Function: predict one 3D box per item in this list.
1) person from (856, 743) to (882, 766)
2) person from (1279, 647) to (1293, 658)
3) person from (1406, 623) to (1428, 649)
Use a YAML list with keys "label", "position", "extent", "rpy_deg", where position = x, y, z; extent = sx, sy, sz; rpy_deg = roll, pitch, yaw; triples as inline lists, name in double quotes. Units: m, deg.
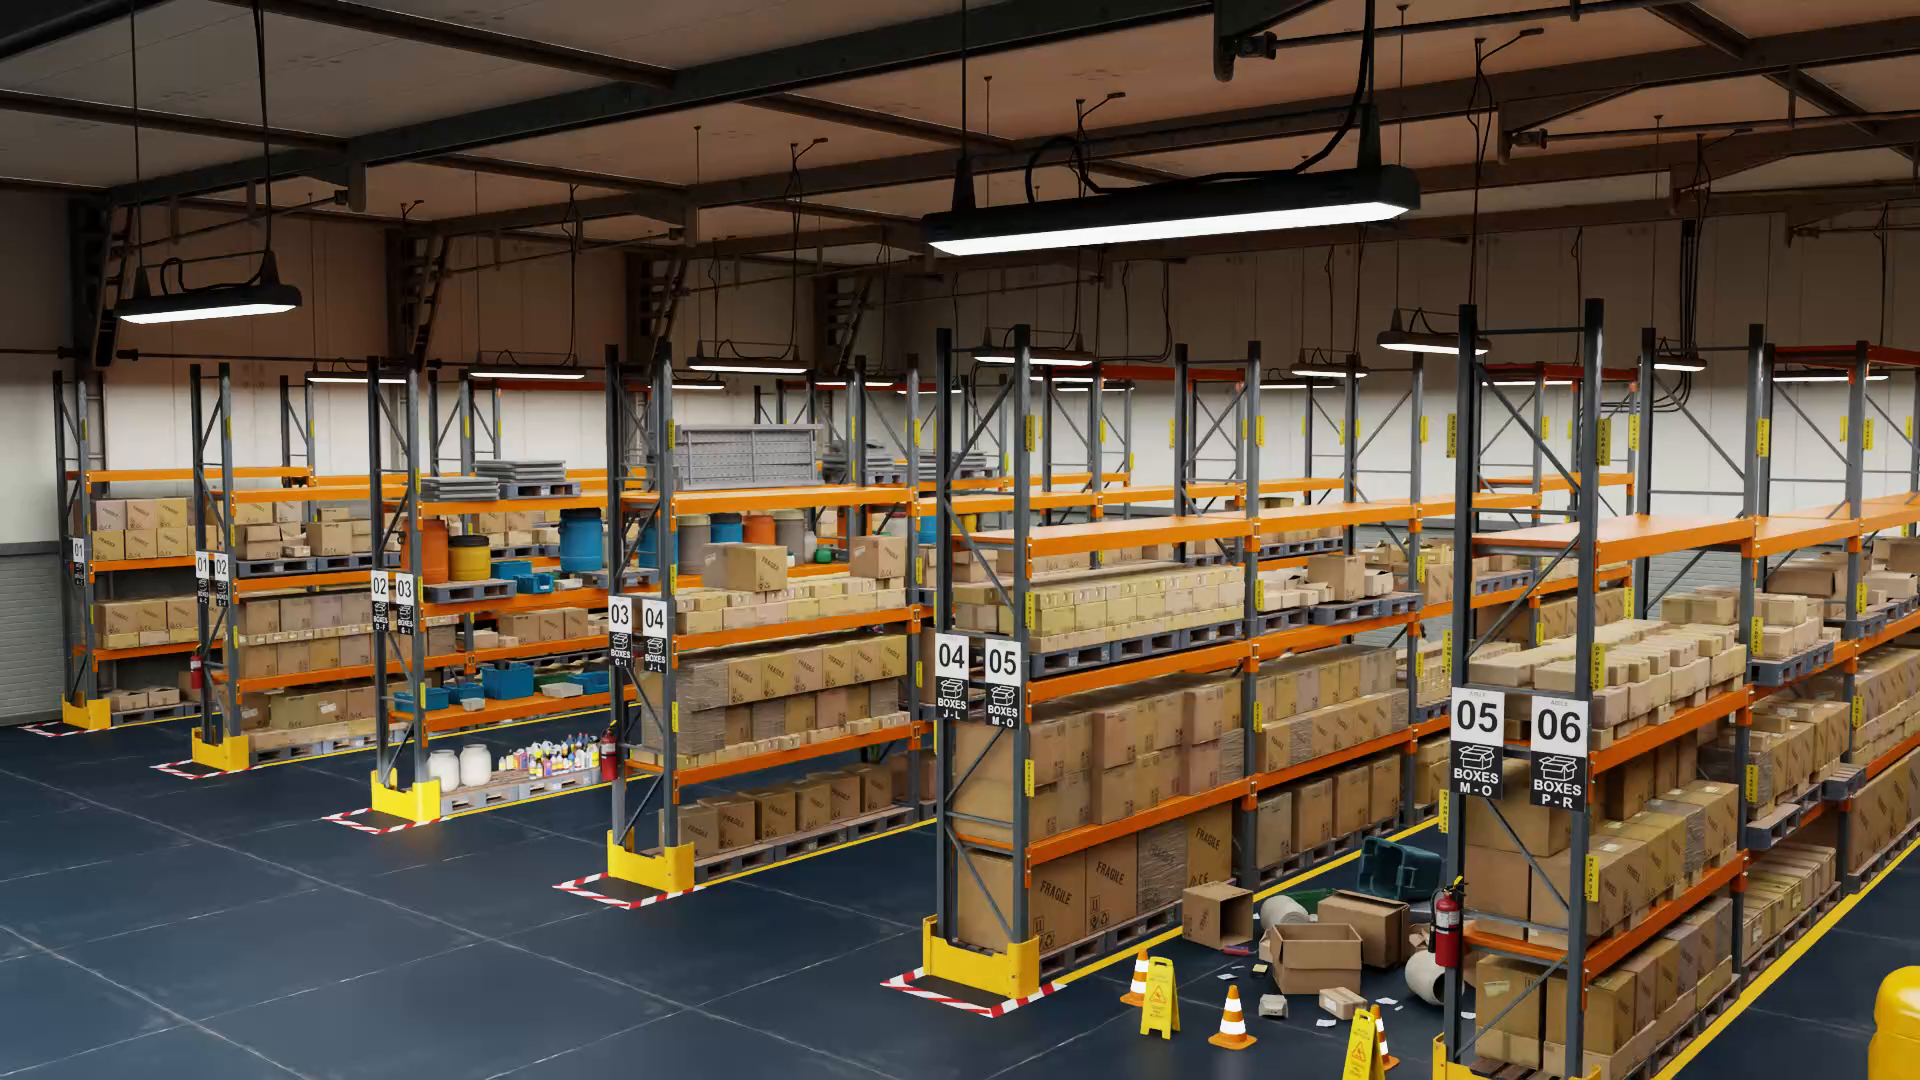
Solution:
- label: "person"
  position: [-1.397, 2.507, 24.595]
  extent: [0.554, 1.824, 0.468]
  rpy_deg: [0, 4, 0]
- label: "person"
  position: [5.018, 2.434, 25.893]
  extent: [0.429, 1.811, 0.596]
  rpy_deg: [1, 4, 9]
- label: "person"
  position: [7.906, 2.254, 28.968]
  extent: [0.576, 1.620, 1.000]
  rpy_deg: [3, 5, 37]
